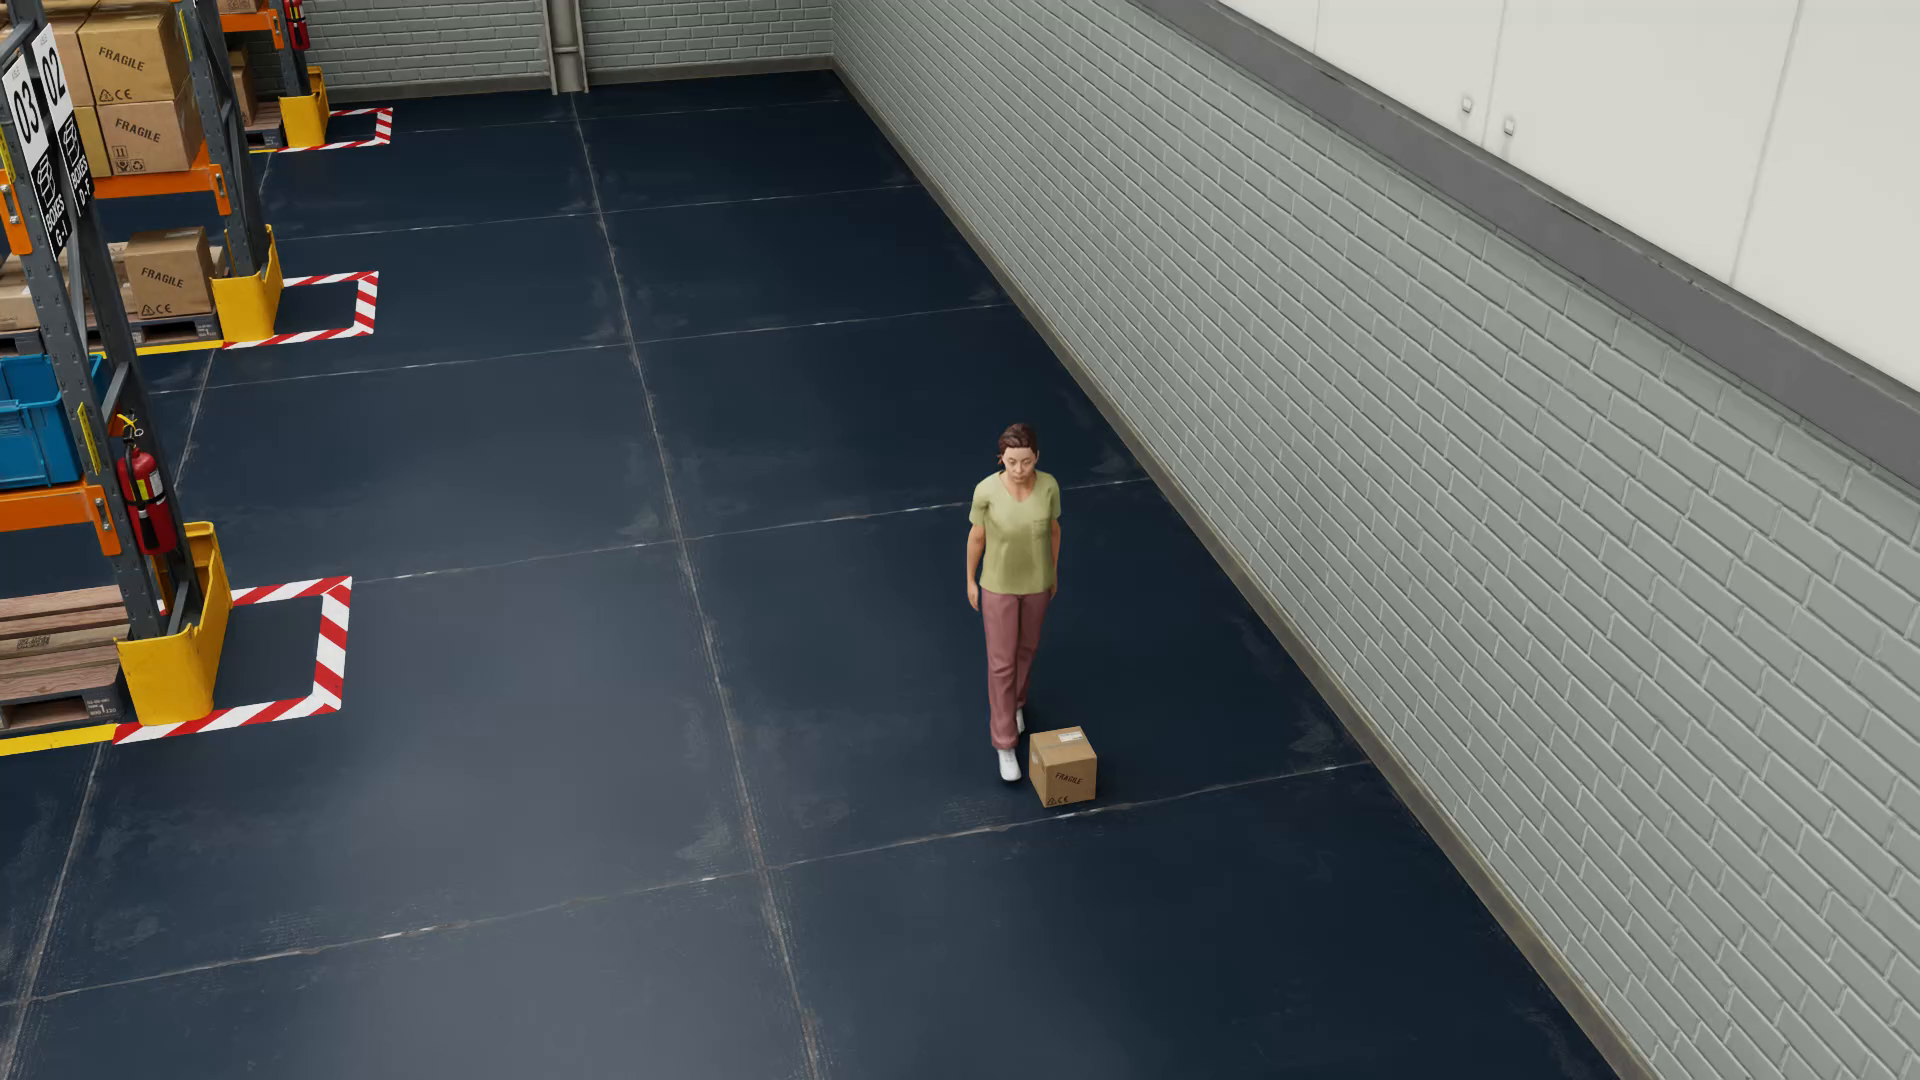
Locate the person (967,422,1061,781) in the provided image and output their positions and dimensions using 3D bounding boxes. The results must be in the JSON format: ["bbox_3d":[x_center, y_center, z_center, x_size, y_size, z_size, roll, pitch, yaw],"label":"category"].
[{"bbox_3d":[0.298,0.273,7.752,0.461,1.667,0.686,-7,31,-12],"label":"person"}]
